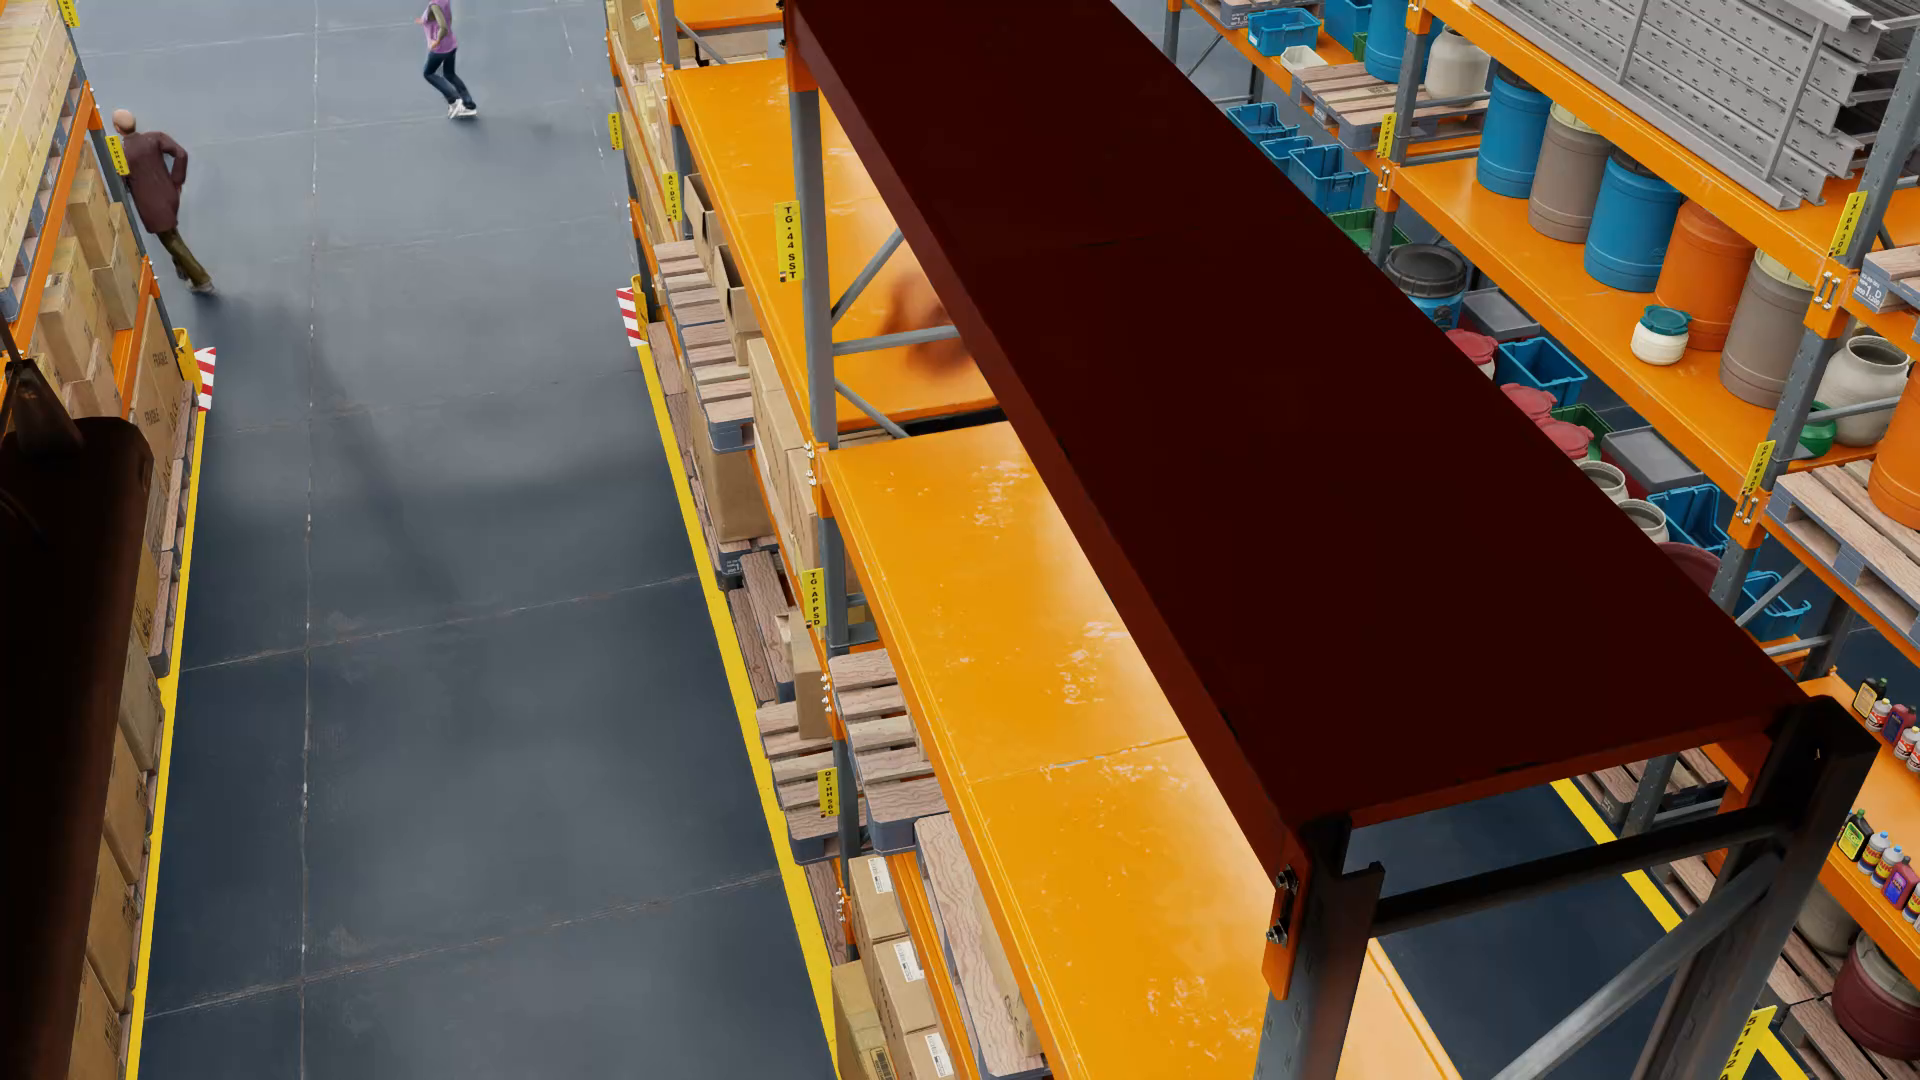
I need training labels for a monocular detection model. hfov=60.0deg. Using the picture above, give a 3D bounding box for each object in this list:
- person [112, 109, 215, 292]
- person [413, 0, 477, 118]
[{"bbox_3d":[-7.400,-3.094,15.342,0.928,1.816,0.629,20,42,23],"label":"person"},{"bbox_3d":[-5.764,-5.444,18.414,0.596,1.575,0.517,7,39,9],"label":"person"}]
